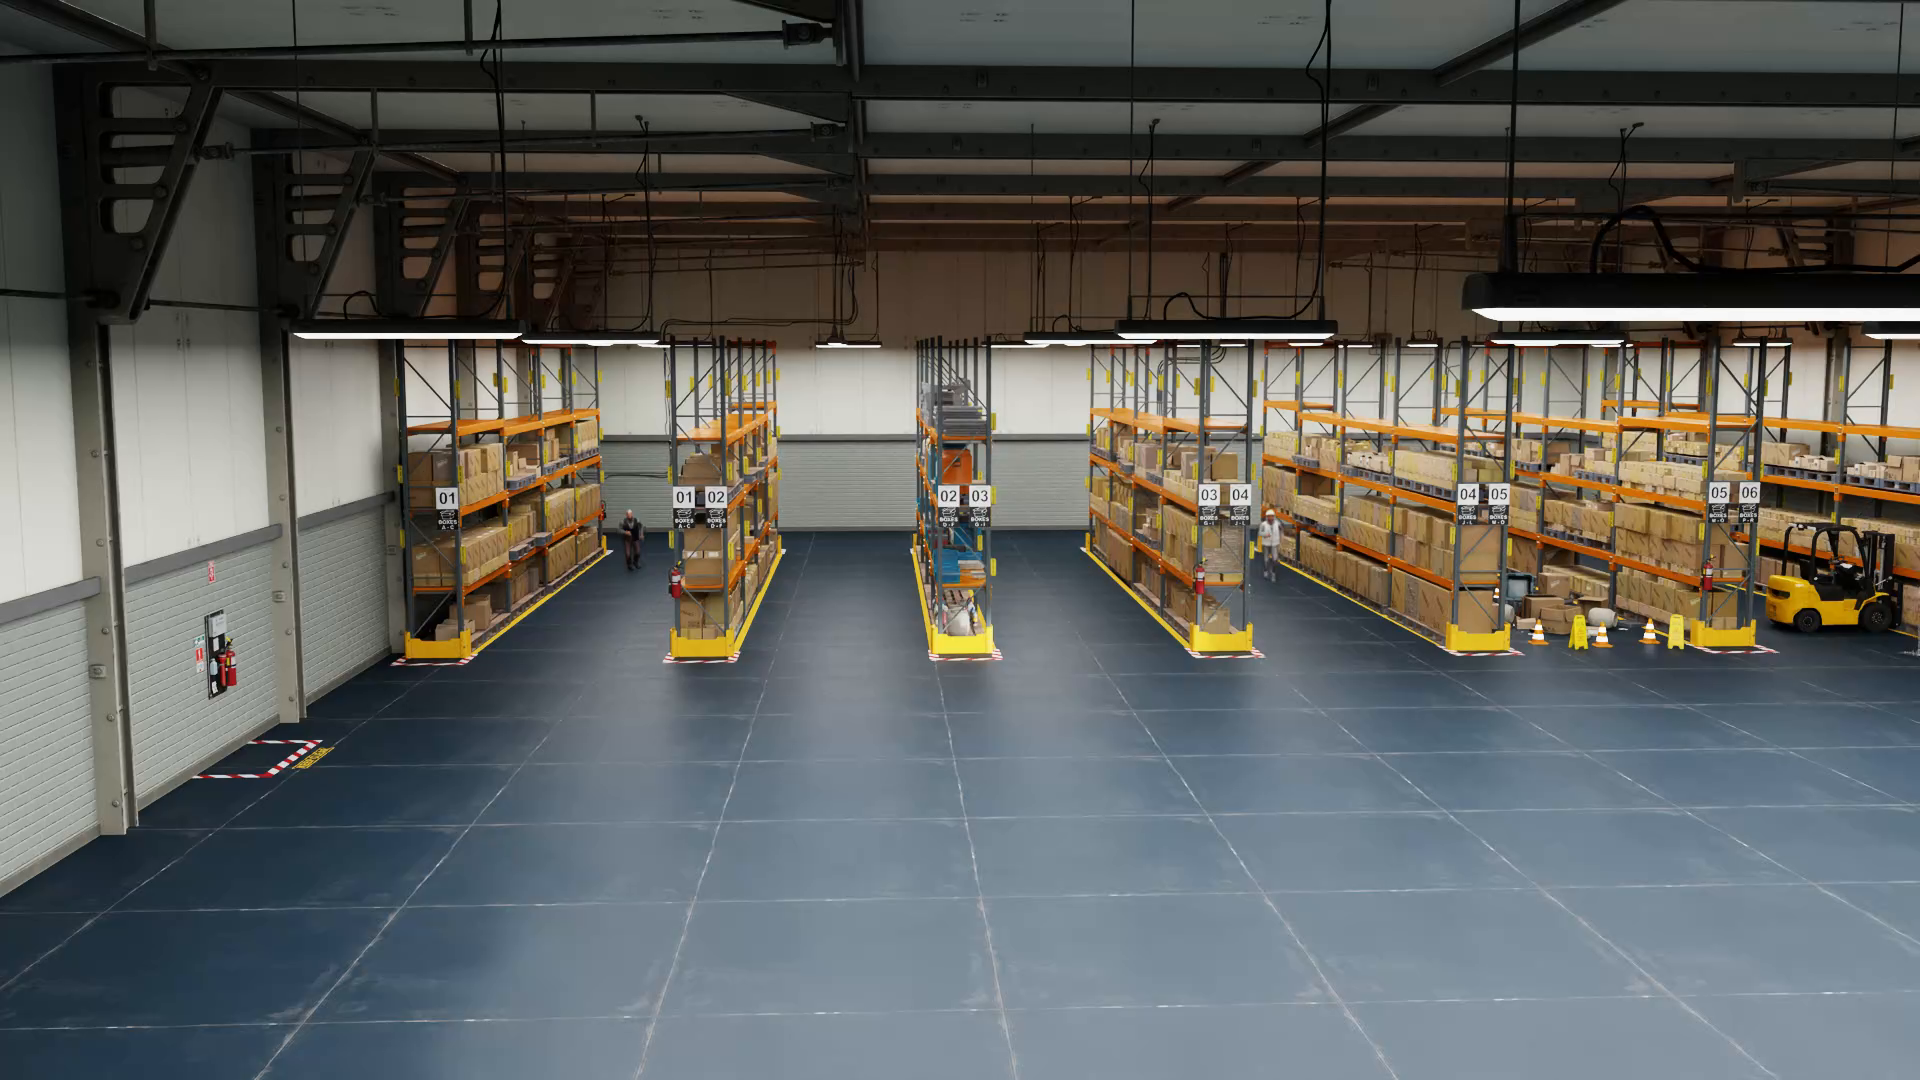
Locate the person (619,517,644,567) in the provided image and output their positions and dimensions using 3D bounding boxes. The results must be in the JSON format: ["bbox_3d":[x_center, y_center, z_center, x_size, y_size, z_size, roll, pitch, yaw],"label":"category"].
[{"bbox_3d":[-8.564,0.064,43.323,0.653,1.380,0.709,-2,7,-15],"label":"person"}]

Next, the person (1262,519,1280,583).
[{"bbox_3d":[7.738,0.251,41.499,0.445,1.601,0.658,0,7,4],"label":"person"}]

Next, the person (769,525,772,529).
[{"bbox_3d":[-5.802,-0.679,48.540,0.864,1.842,0.646,3,7,28],"label":"person"}]
